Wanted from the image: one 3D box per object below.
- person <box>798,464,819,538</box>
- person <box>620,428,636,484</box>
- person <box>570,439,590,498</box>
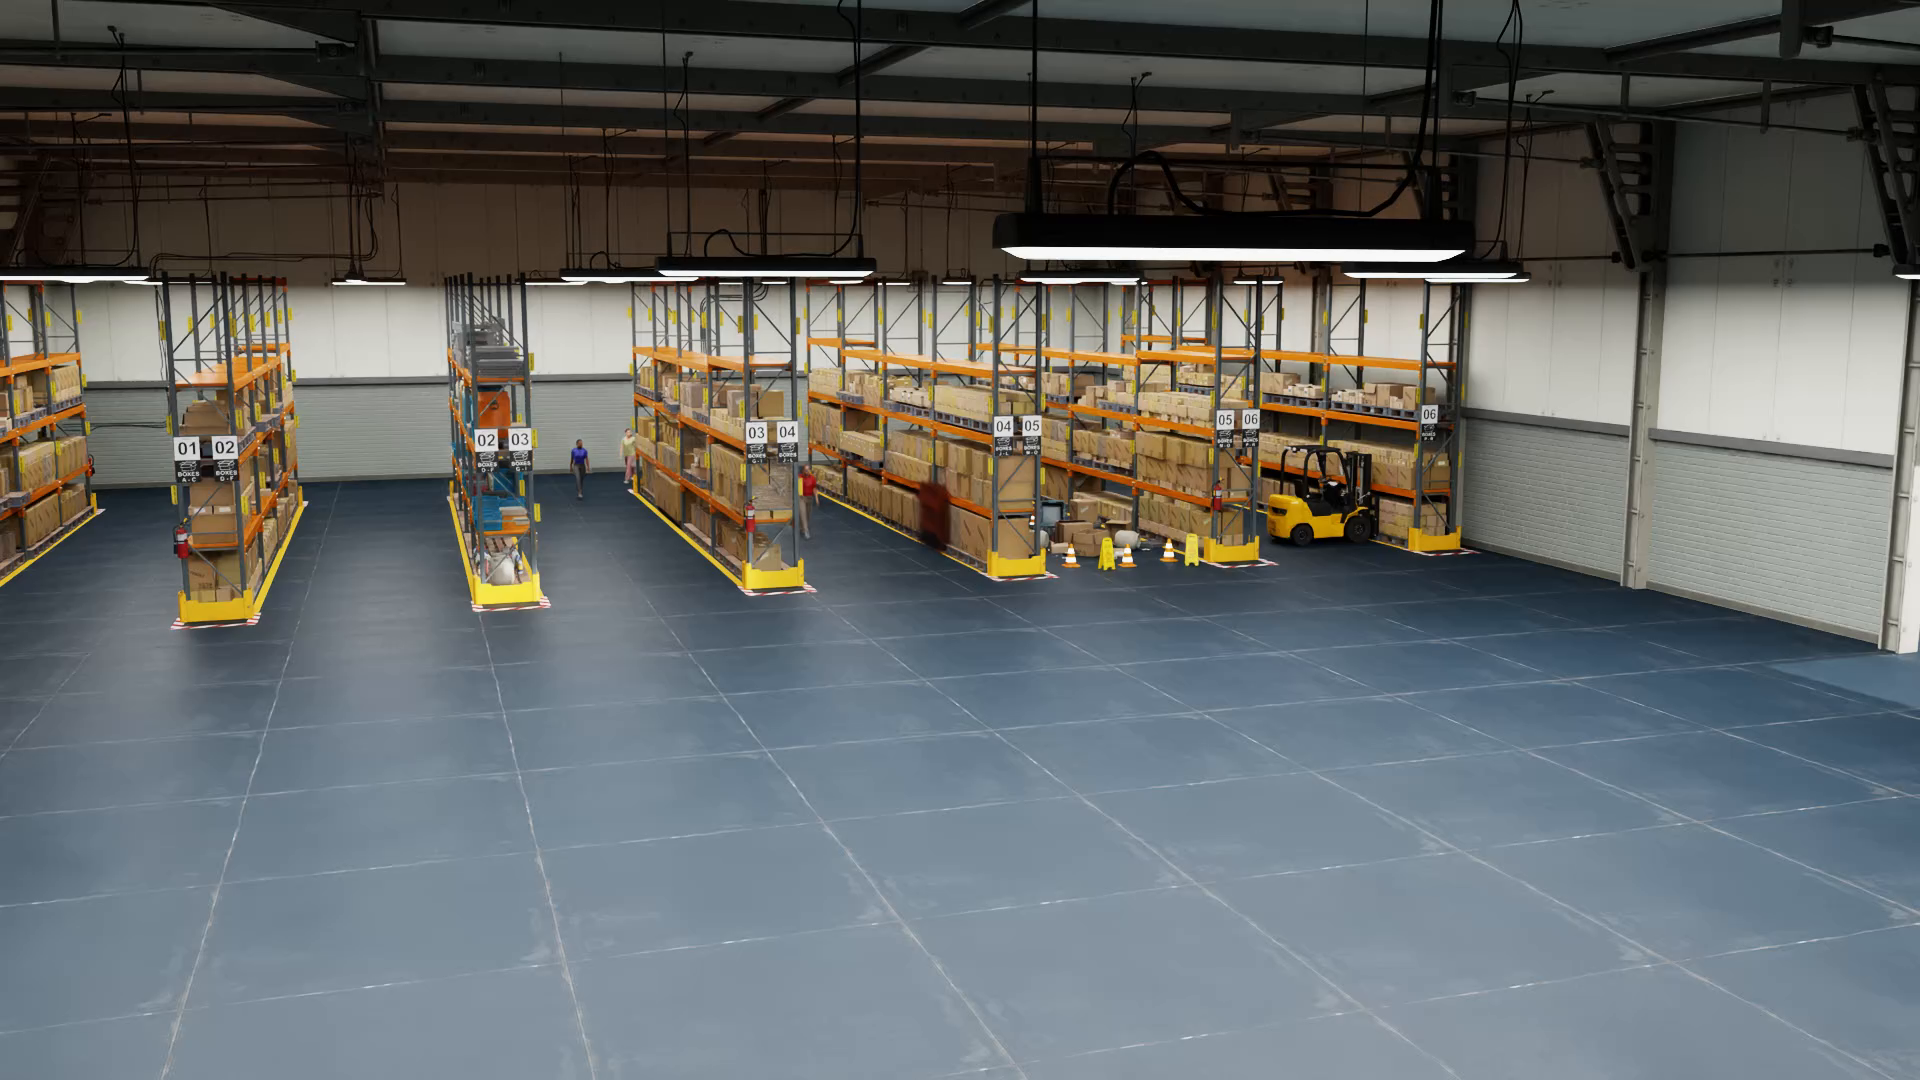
[{"bbox_3d":[-3.590,-0.925,38.499,0.614,1.659,1.088,-4,10,-27],"label":"person"},{"bbox_3d":[-9.793,-2.507,49.170,0.435,1.610,1.104,2,9,15],"label":"person"},{"bbox_3d":[-10.491,-1.997,45.903,0.474,1.591,1.063,-5,10,-28],"label":"person"}]
